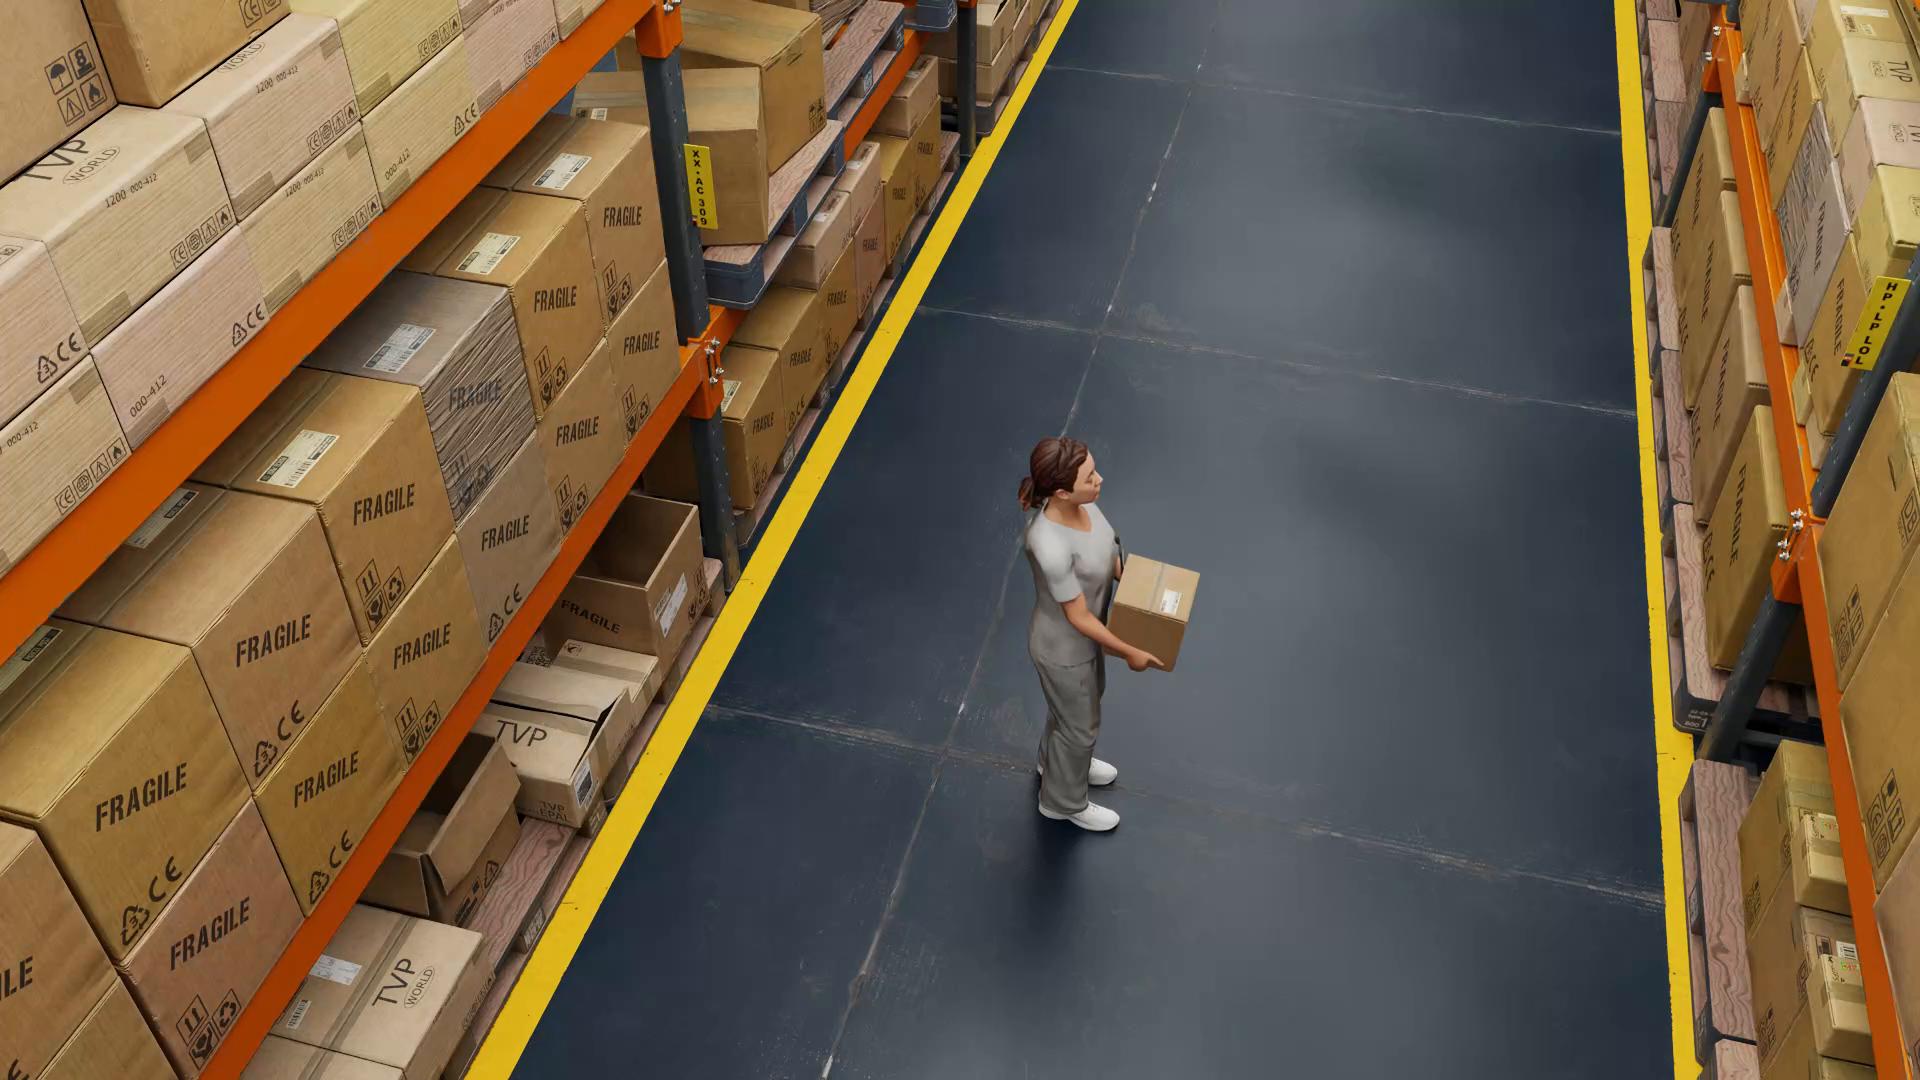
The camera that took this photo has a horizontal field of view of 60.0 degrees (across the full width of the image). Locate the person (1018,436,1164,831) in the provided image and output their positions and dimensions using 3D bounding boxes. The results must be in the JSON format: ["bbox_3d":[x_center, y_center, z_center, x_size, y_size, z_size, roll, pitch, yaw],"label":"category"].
[{"bbox_3d":[0.450,0.355,5.780,0.560,1.641,0.436,11,42,12],"label":"person"}]
